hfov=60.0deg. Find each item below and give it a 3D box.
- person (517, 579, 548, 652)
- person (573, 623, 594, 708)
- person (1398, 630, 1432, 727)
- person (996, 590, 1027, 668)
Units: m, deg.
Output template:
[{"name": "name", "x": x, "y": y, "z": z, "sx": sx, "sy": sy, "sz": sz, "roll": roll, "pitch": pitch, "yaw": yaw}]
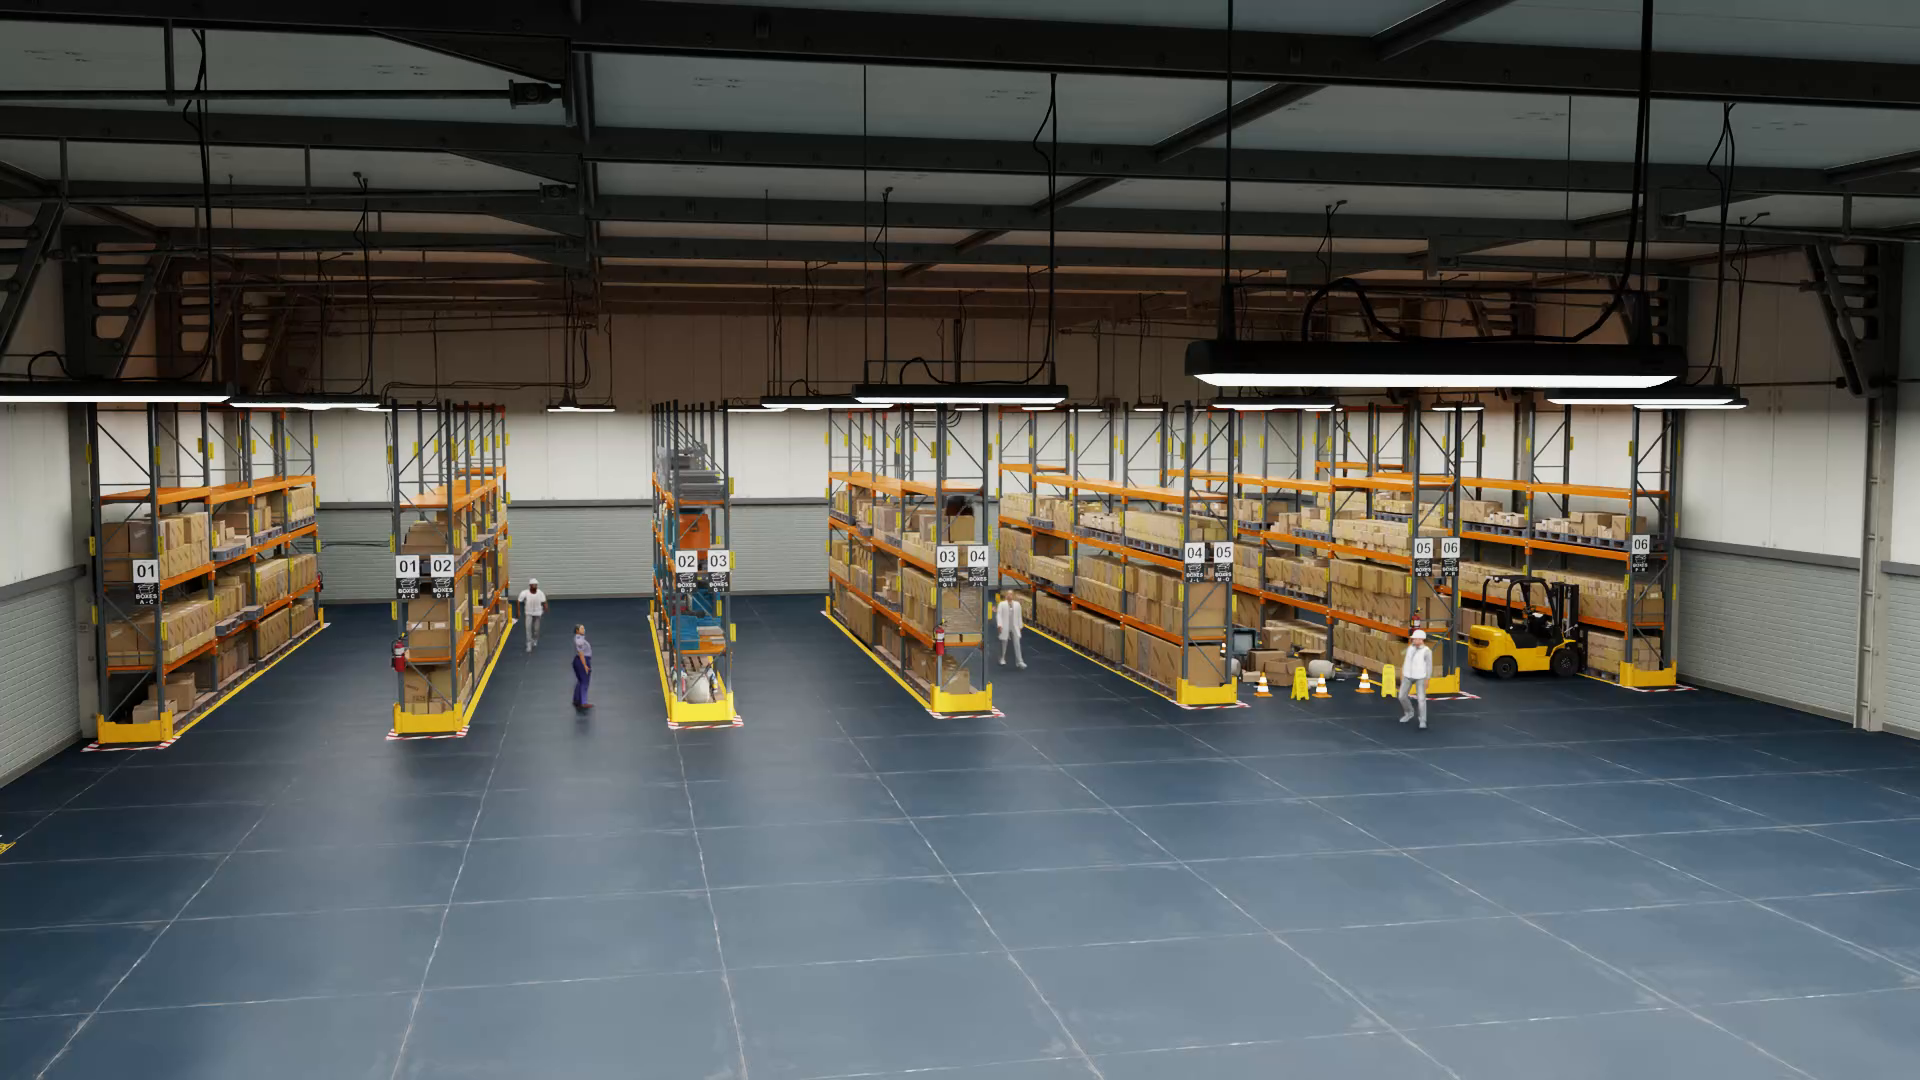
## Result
[{"name": "person", "x": -10.429, "y": 1.815, "z": 40.574, "sx": 0.759, "sy": 1.747, "sz": 0.994, "roll": -1, "pitch": 4, "yaw": -12}, {"name": "person", "x": -7.374, "y": 2.503, "z": 32.524, "sx": 0.363, "sy": 1.604, "sz": 0.533, "roll": -3, "pitch": 5, "yaw": -31}, {"name": "person", "x": 8.382, "y": 2.527, "z": 30.561, "sx": 0.611, "sy": 1.777, "sz": 0.459, "roll": 3, "pitch": 5, "yaw": 36}, {"name": "person", "x": 1.154, "y": 1.996, "z": 37.617, "sx": 0.671, "sy": 1.714, "sz": 1.079, "roll": -2, "pitch": 5, "yaw": -20}]
